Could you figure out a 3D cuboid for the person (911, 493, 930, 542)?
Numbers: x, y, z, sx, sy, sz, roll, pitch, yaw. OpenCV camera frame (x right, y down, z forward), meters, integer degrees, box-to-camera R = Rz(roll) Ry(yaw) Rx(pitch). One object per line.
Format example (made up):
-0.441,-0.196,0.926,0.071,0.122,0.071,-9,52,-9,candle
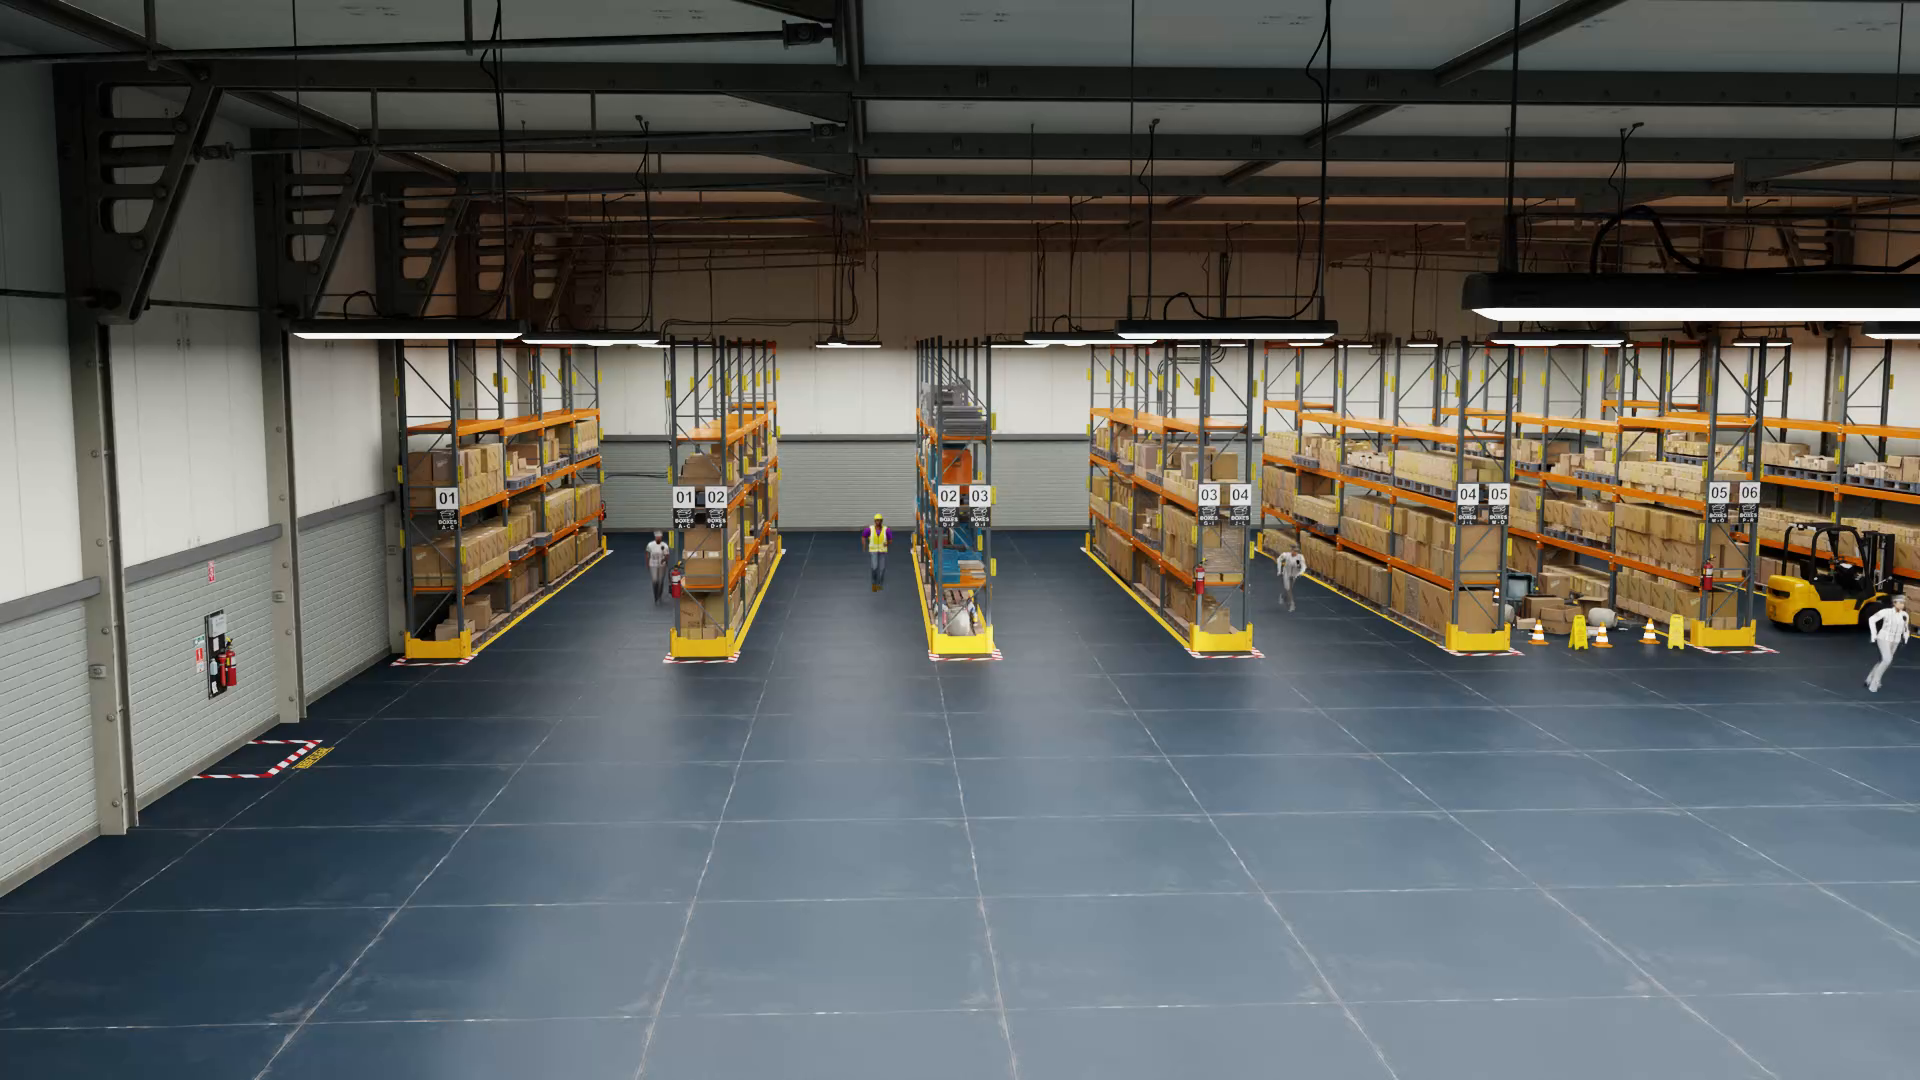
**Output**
-0.936,-0.773,49.214,0.957,1.752,0.684,3,7,24,person

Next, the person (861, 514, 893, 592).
-1.868,0.300,37.636,0.702,1.781,0.633,-1,7,-6,person

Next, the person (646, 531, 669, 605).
-6.870,0.620,37.808,0.516,1.703,0.819,-2,7,-14,person

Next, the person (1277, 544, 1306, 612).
7.325,0.798,36.893,0.606,1.503,1.033,0,6,-2,person

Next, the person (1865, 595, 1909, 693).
15.589,1.719,28.024,0.743,1.639,0.726,-1,7,-9,person
